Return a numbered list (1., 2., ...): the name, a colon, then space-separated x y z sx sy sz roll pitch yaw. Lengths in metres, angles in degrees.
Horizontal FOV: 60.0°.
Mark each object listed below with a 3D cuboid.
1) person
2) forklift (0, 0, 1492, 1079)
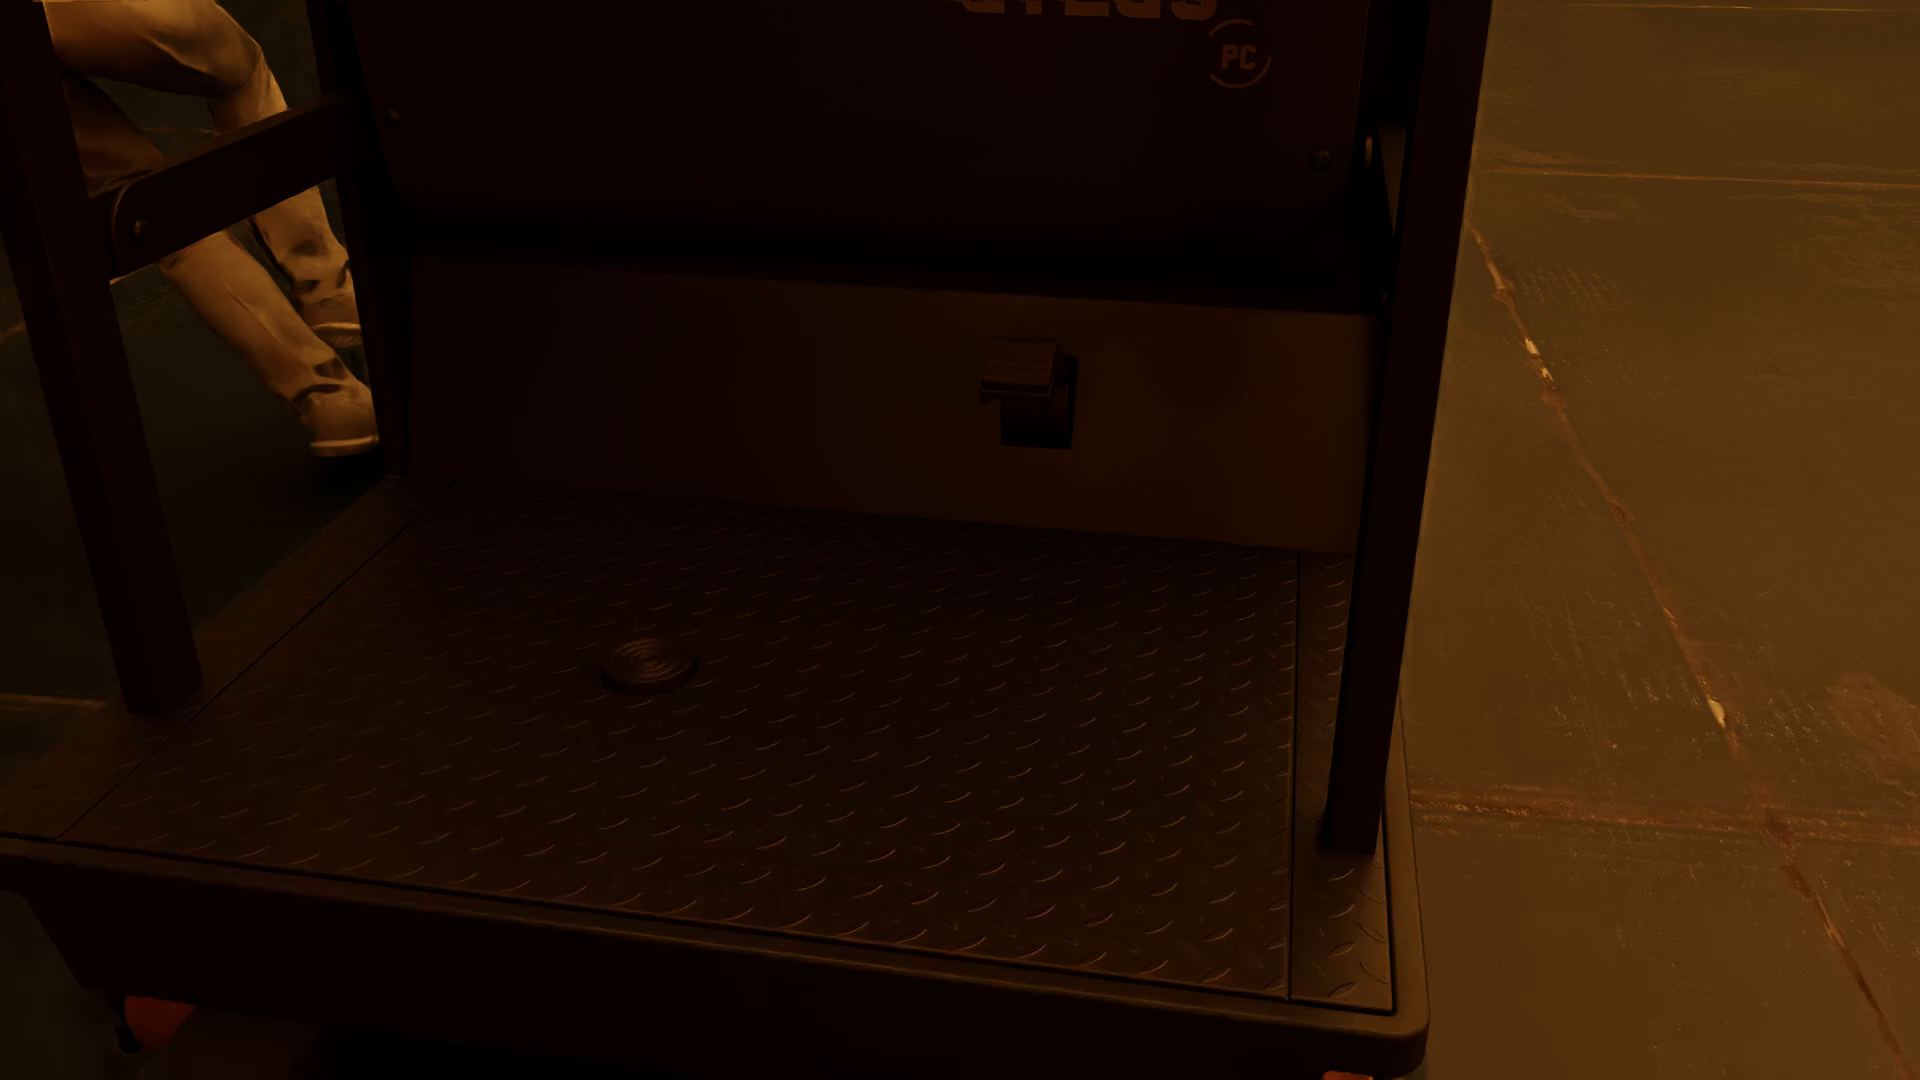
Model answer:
1. person: -1.302 -0.846 2.560 0.894 1.424 0.832 -7 27 -15
2. forklift: -0.143 -0.927 1.075 1.130 2.935 3.031 5 27 10
